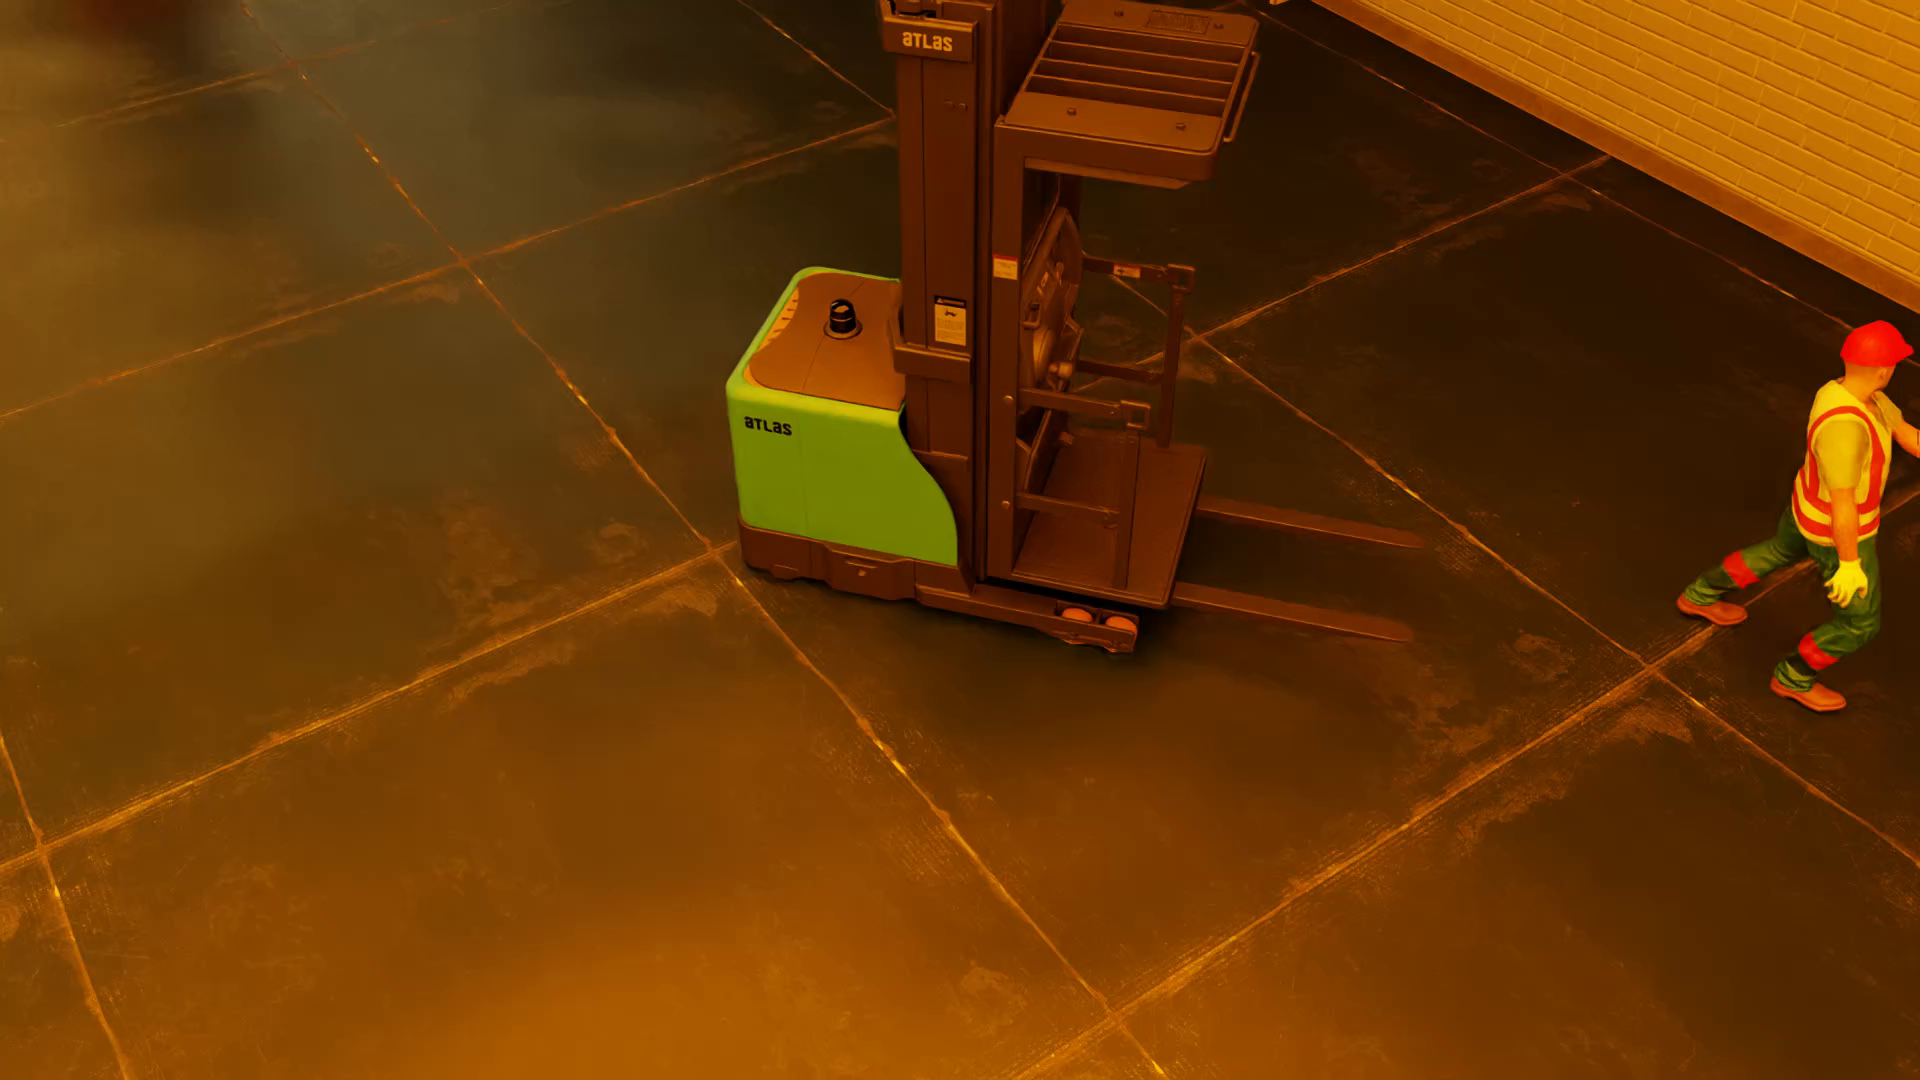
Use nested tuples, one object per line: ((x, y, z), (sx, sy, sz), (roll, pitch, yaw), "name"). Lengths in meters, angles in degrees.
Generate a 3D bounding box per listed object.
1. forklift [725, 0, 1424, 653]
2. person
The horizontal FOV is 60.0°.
((0.562, -0.981, 6.780), (3.031, 2.935, 1.130), (11, 44, 12), "forklift")
((3.588, -0.043, 6.691), (0.867, 1.678, 0.773), (9, 43, 10), "person")
